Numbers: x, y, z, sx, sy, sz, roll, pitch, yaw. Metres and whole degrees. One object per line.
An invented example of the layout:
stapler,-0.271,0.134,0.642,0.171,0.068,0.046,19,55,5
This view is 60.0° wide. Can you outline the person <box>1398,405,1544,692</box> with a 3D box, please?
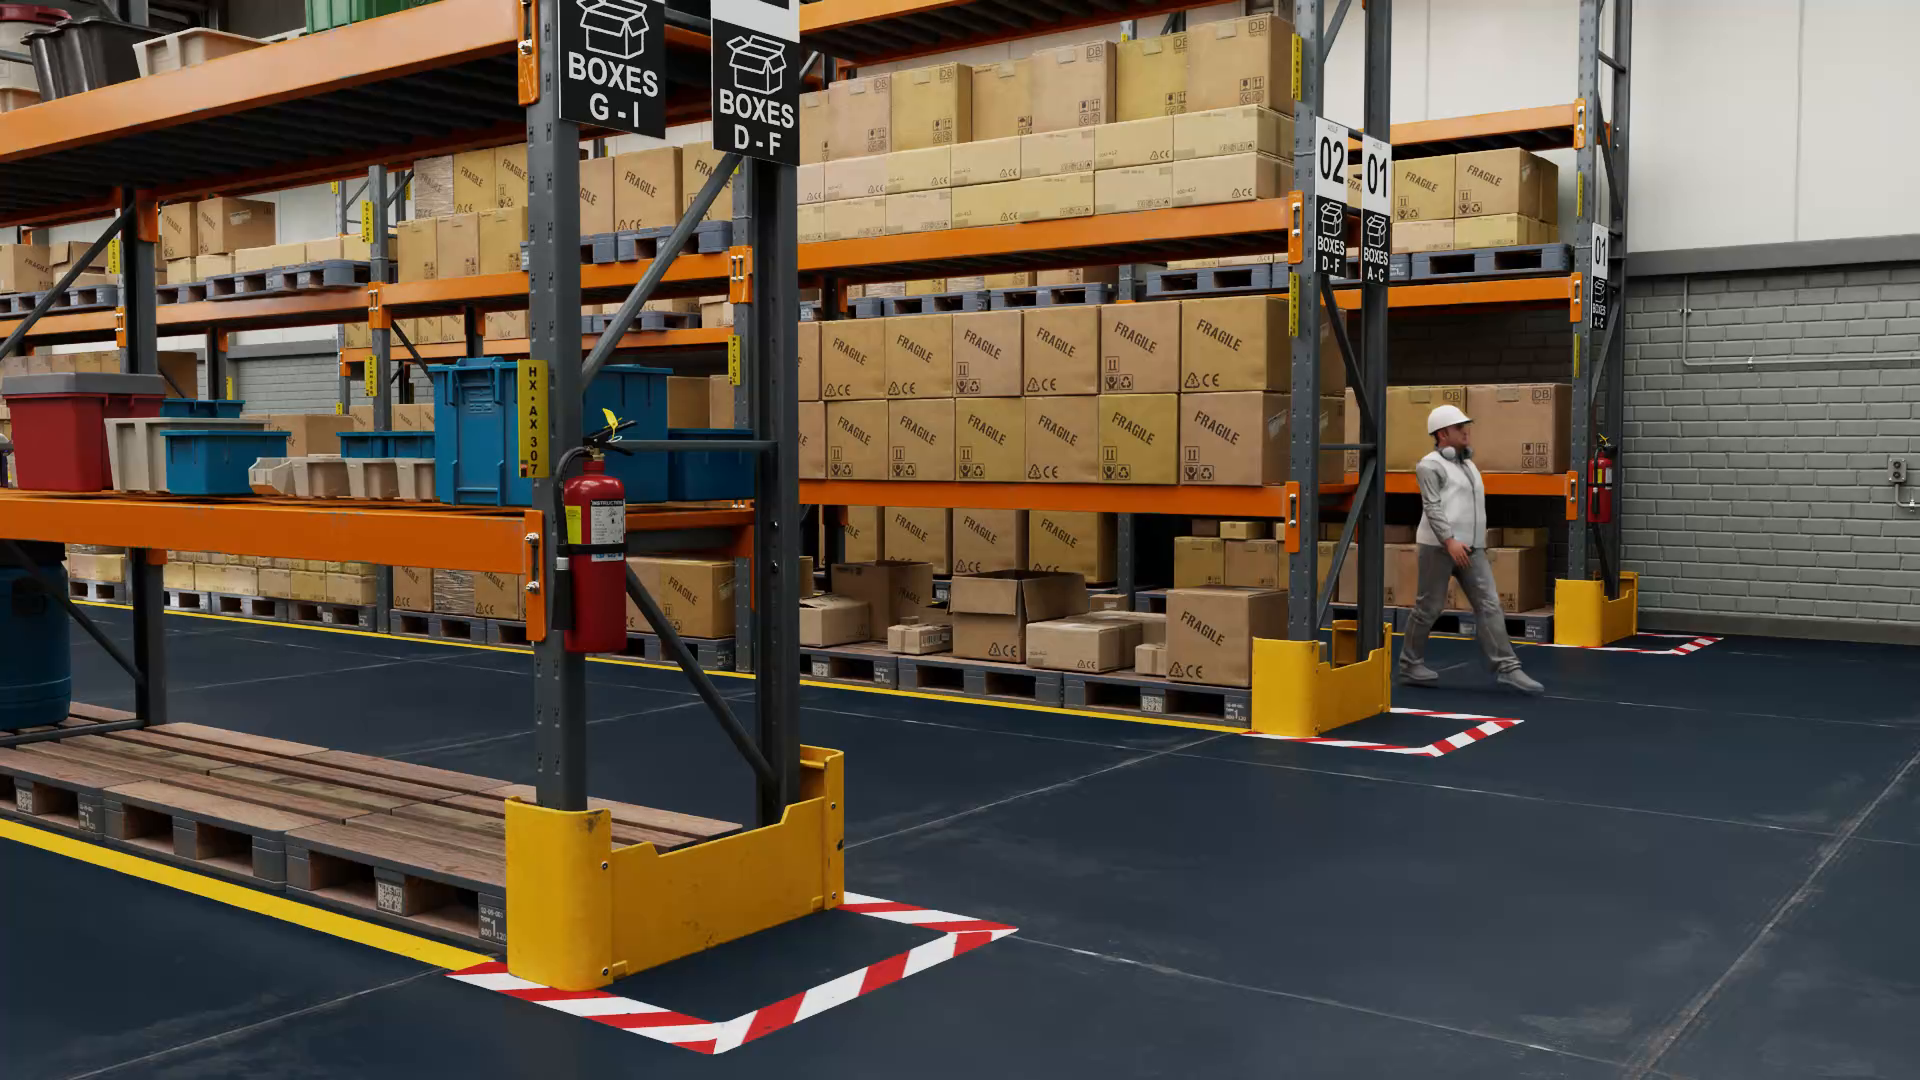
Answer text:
person,3.100,0.037,10.244,0.542,1.736,0.936,-2,4,-35
